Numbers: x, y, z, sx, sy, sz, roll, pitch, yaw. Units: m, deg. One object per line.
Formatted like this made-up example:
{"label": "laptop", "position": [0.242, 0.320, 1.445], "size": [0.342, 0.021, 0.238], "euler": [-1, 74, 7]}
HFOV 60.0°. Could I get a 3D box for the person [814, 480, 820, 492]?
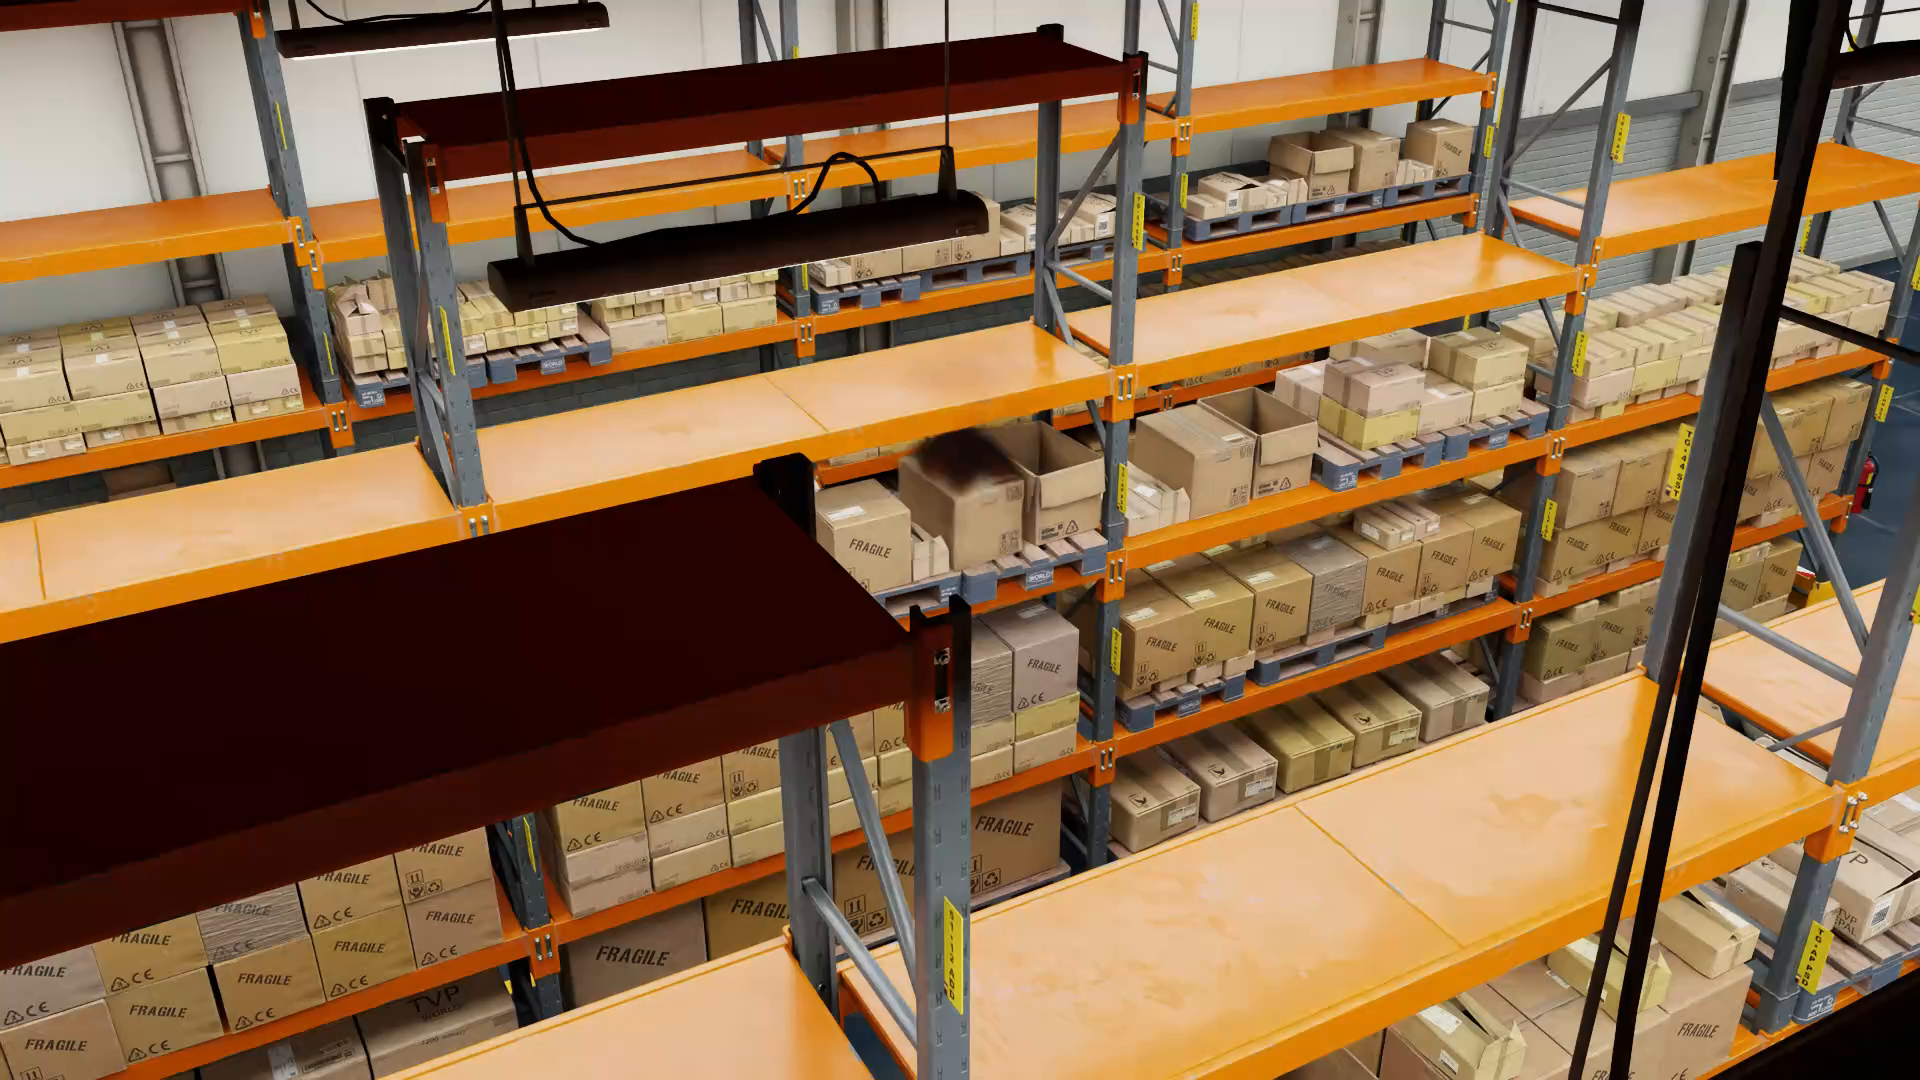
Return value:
{"label": "person", "position": [-1.341, 0.303, 14.413], "size": [0.658, 1.668, 0.843], "euler": [19, 33, 31]}
